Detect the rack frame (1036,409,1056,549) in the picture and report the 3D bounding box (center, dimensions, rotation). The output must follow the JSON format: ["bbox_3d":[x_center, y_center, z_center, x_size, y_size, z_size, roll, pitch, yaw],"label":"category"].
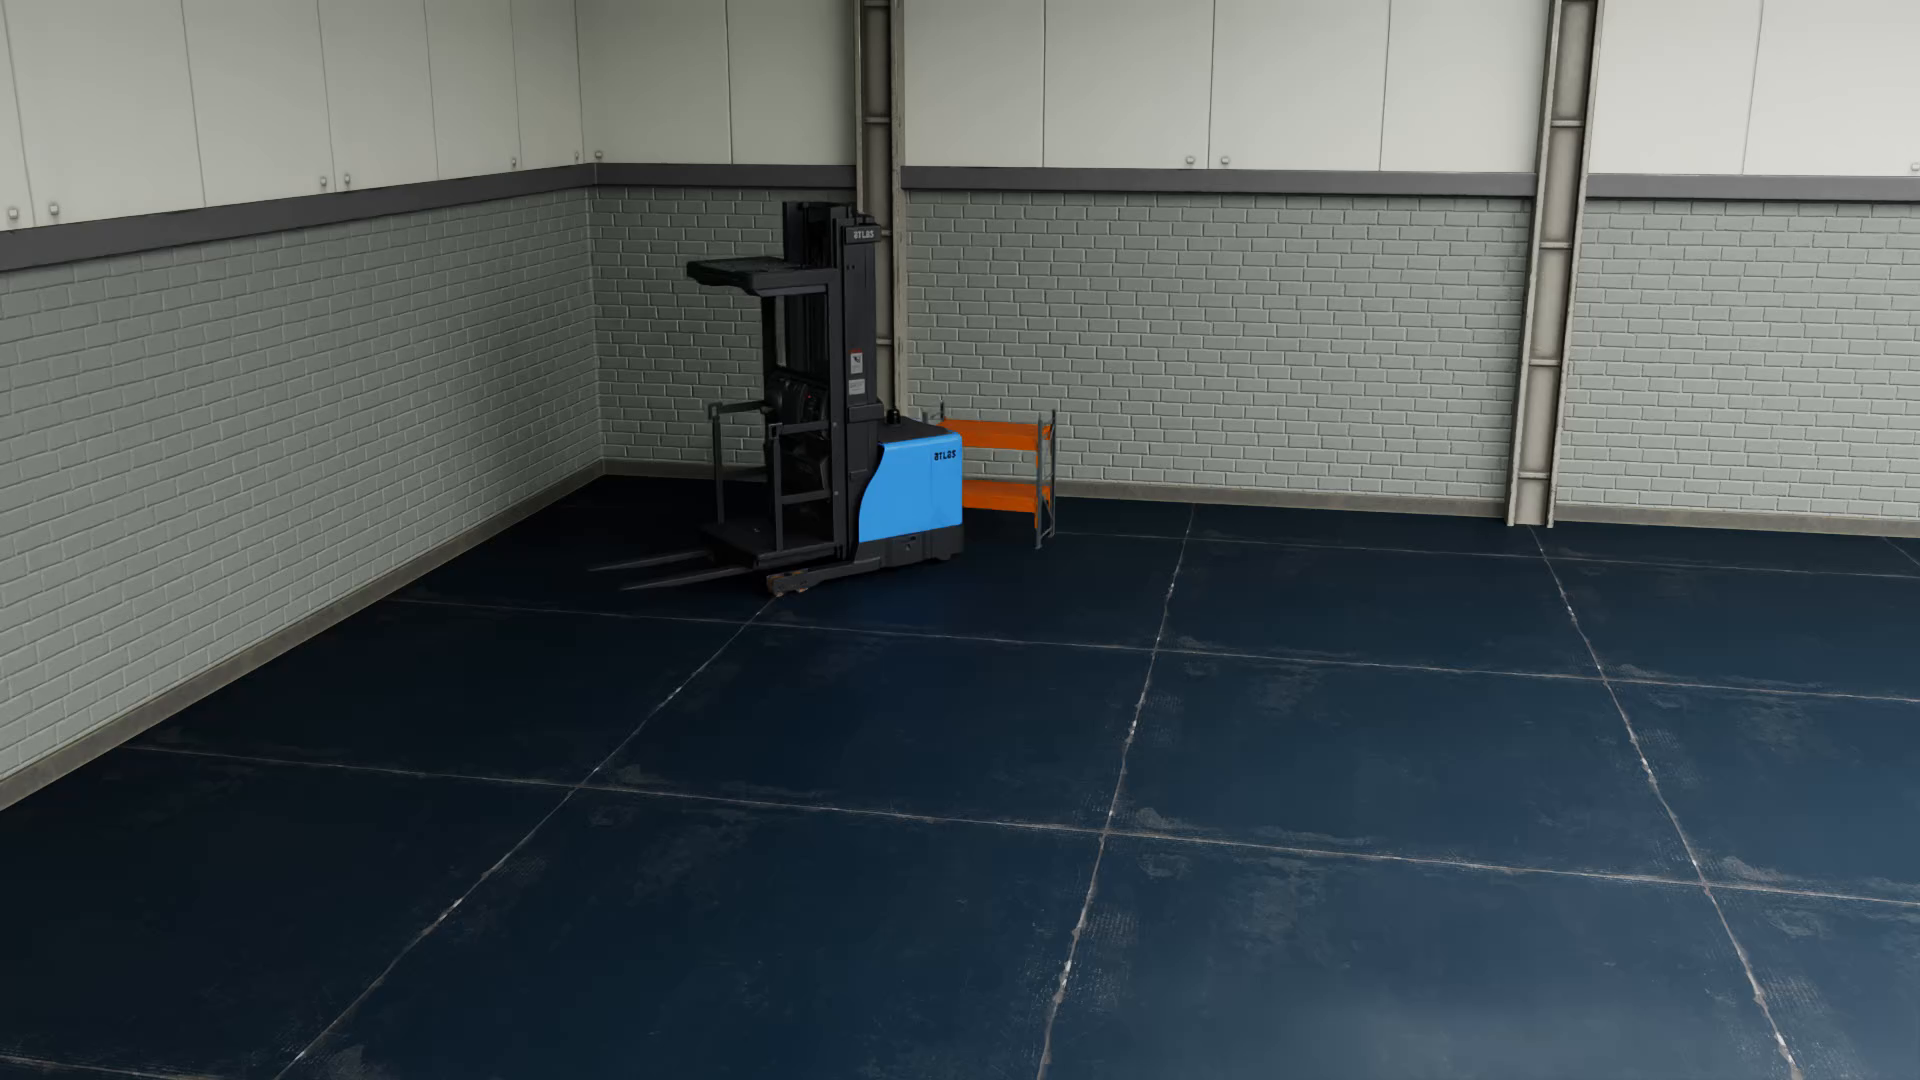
[{"bbox_3d":[0.742,-0.528,14.290,0.032,1.125,0.500,5,16,17],"label":"rack frame"}]

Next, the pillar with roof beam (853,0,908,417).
[{"bbox_3d":[-1.591,-3.689,10.954,0.400,9.000,9.100,3,16,11],"label":"pillar with roof beam"}]

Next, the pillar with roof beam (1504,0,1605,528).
[{"bbox_3d":[4.289,-3.370,9.802,0.400,9.000,9.100,3,16,11],"label":"pillar with roof beam"}]

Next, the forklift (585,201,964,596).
[{"bbox_3d":[-1.467,-1.135,13.098,3.031,2.935,1.130,-11,19,-33],"label":"forklift"}]

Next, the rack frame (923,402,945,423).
[{"bbox_3d":[-0.224,-0.612,14.594,0.032,1.125,0.500,5,16,17],"label":"rack frame"}]

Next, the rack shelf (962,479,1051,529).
[{"bbox_3d":[0.259,-0.334,14.507,1.000,0.278,0.538,5,16,17],"label":"rack shelf"}]

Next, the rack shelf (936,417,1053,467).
[{"bbox_3d":[0.259,-0.852,14.364,1.000,0.278,0.538,5,16,17],"label":"rack shelf"}]

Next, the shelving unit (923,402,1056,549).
[{"bbox_3d":[0.259,-0.570,14.442,1.048,1.125,0.538,5,16,17],"label":"shelving unit"}]
